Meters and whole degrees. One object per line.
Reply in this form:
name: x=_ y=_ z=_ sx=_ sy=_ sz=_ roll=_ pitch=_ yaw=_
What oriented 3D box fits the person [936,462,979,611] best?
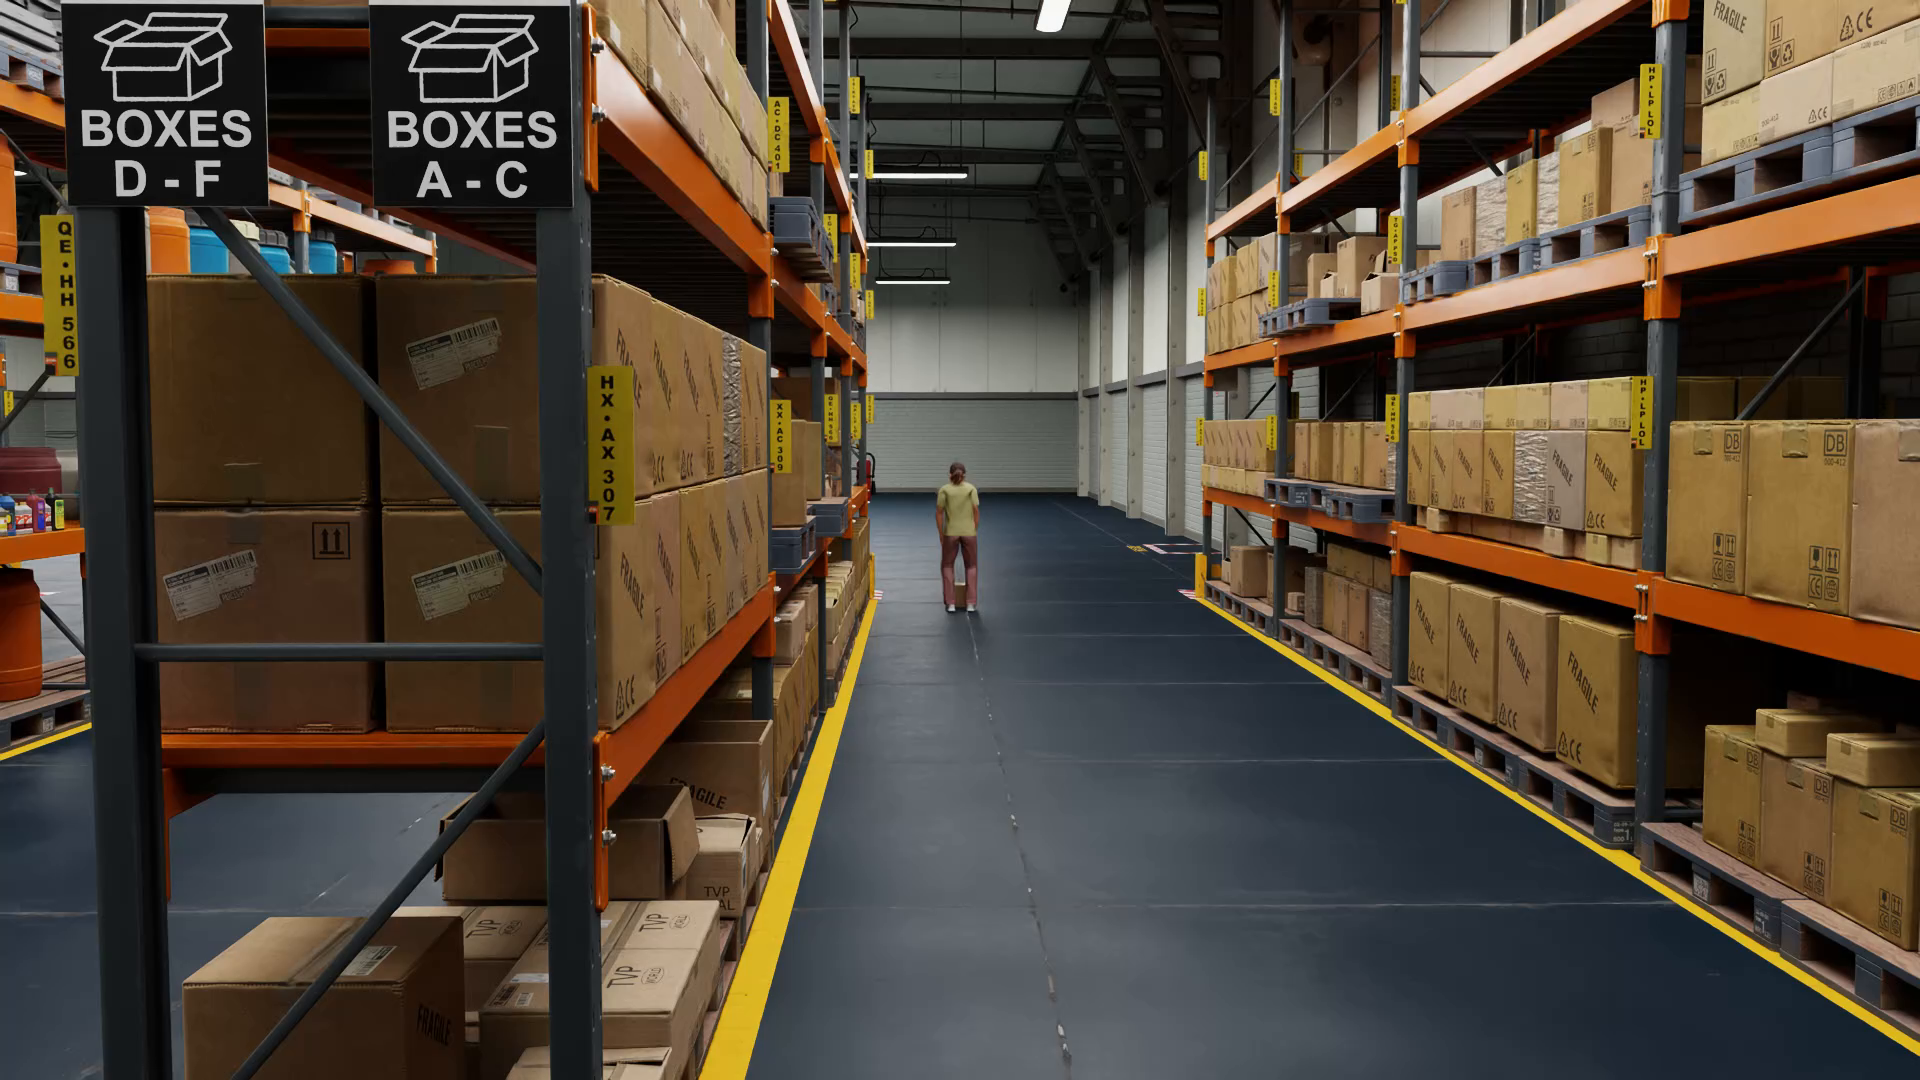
person: x=-0.027 y=-0.032 z=17.961 sx=0.474 sy=1.616 sz=0.406 roll=0 pitch=4 yaw=0
